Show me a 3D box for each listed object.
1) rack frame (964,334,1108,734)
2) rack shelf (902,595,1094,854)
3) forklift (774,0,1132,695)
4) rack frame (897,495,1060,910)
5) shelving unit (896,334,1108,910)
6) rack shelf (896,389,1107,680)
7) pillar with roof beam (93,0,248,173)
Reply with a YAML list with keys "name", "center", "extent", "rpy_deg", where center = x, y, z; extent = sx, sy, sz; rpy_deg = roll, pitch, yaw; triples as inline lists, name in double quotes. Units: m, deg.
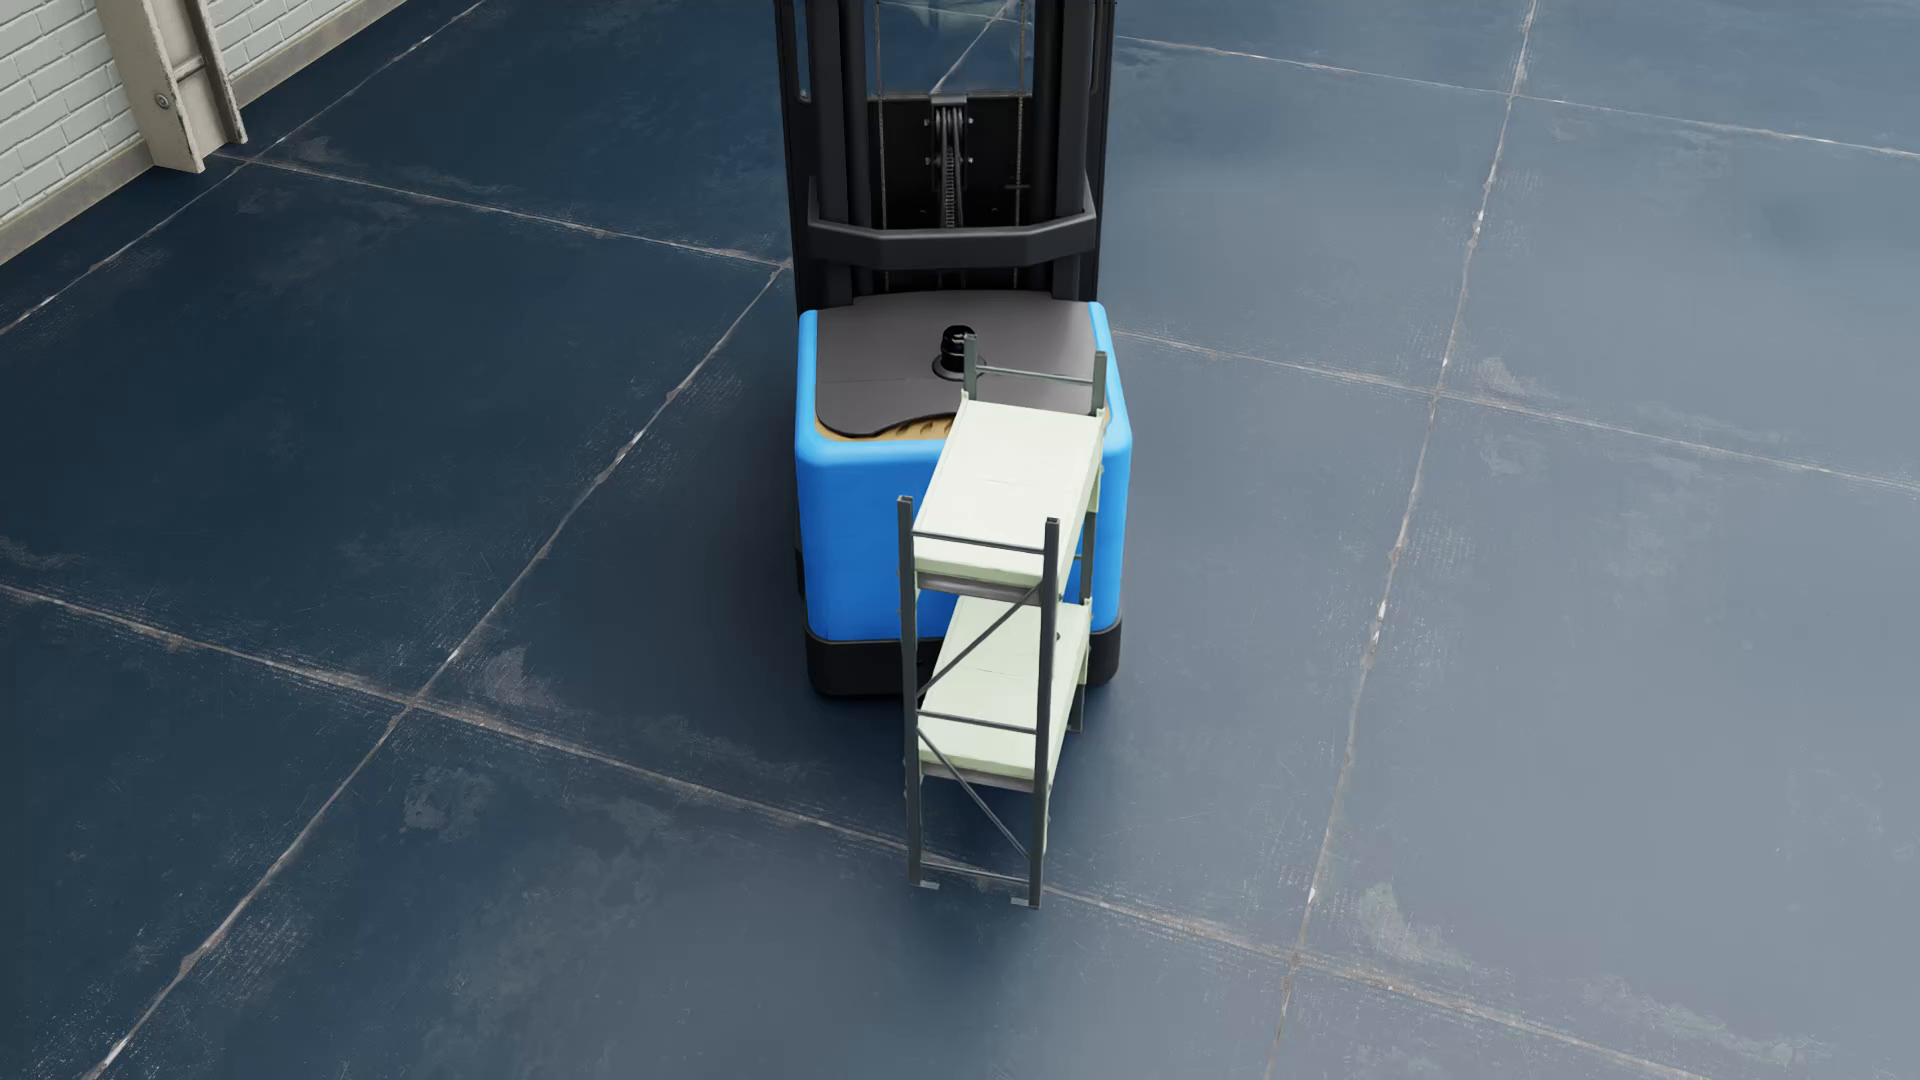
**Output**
- name: "rack frame"
  center: [0.207, 0.034, 5.055]
  extent: [0.400, 1.500, 0.023]
  rpy_deg: [8, 41, 10]
- name: "rack shelf"
  center: [0.126, 0.513, 4.995]
  extent: [0.431, 0.370, 0.720]
  rpy_deg: [8, 41, 10]
- name: "forklift"
  center: [-0.062, -1.539, 5.795]
  extent: [1.130, 2.935, 3.031]
  rpy_deg: [-2, 41, -2]
- name: "rack frame"
  center: [0.044, 0.497, 4.512]
  extent: [0.400, 1.500, 0.023]
  rpy_deg: [8, 41, 10]
- name: "shelving unit"
  center: [0.126, 0.265, 4.784]
  extent: [0.431, 1.500, 0.755]
  rpy_deg: [8, 41, 10]
- name: "rack shelf"
  center: [0.126, -0.032, 4.530]
  extent: [0.431, 0.370, 0.720]
  rpy_deg: [8, 41, 10]
- name: "pillar with roof beam"
  center: [0.109, -4.480, 4.567]
  extent: [9.100, 9.000, 0.400]
  rpy_deg: [13, 42, 15]
